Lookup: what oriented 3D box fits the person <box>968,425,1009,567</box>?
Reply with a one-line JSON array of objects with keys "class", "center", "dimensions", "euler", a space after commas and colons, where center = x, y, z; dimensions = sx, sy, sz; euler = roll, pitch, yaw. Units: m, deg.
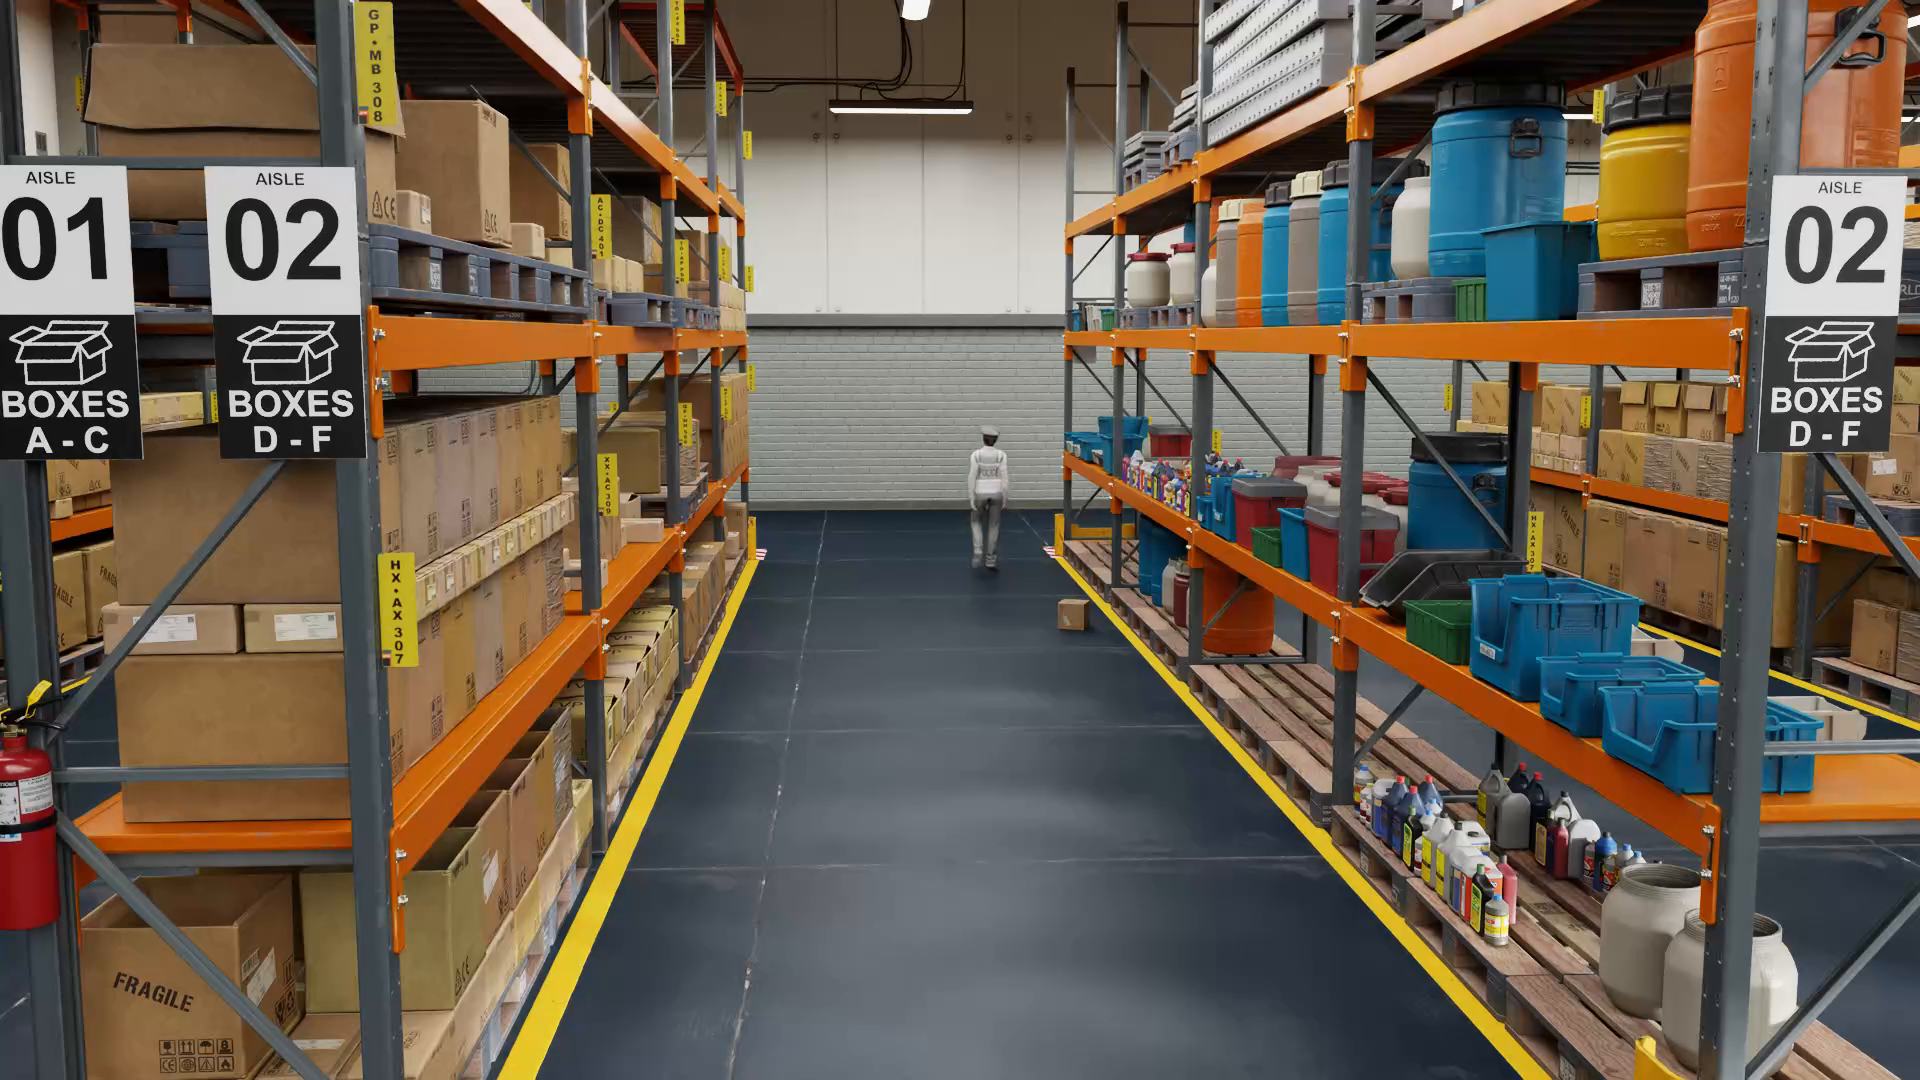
[{"class": "person", "center": [0.335, -0.513, 19.719], "dimensions": [0.482, 1.706, 0.438], "euler": [0, 7, 1]}]
